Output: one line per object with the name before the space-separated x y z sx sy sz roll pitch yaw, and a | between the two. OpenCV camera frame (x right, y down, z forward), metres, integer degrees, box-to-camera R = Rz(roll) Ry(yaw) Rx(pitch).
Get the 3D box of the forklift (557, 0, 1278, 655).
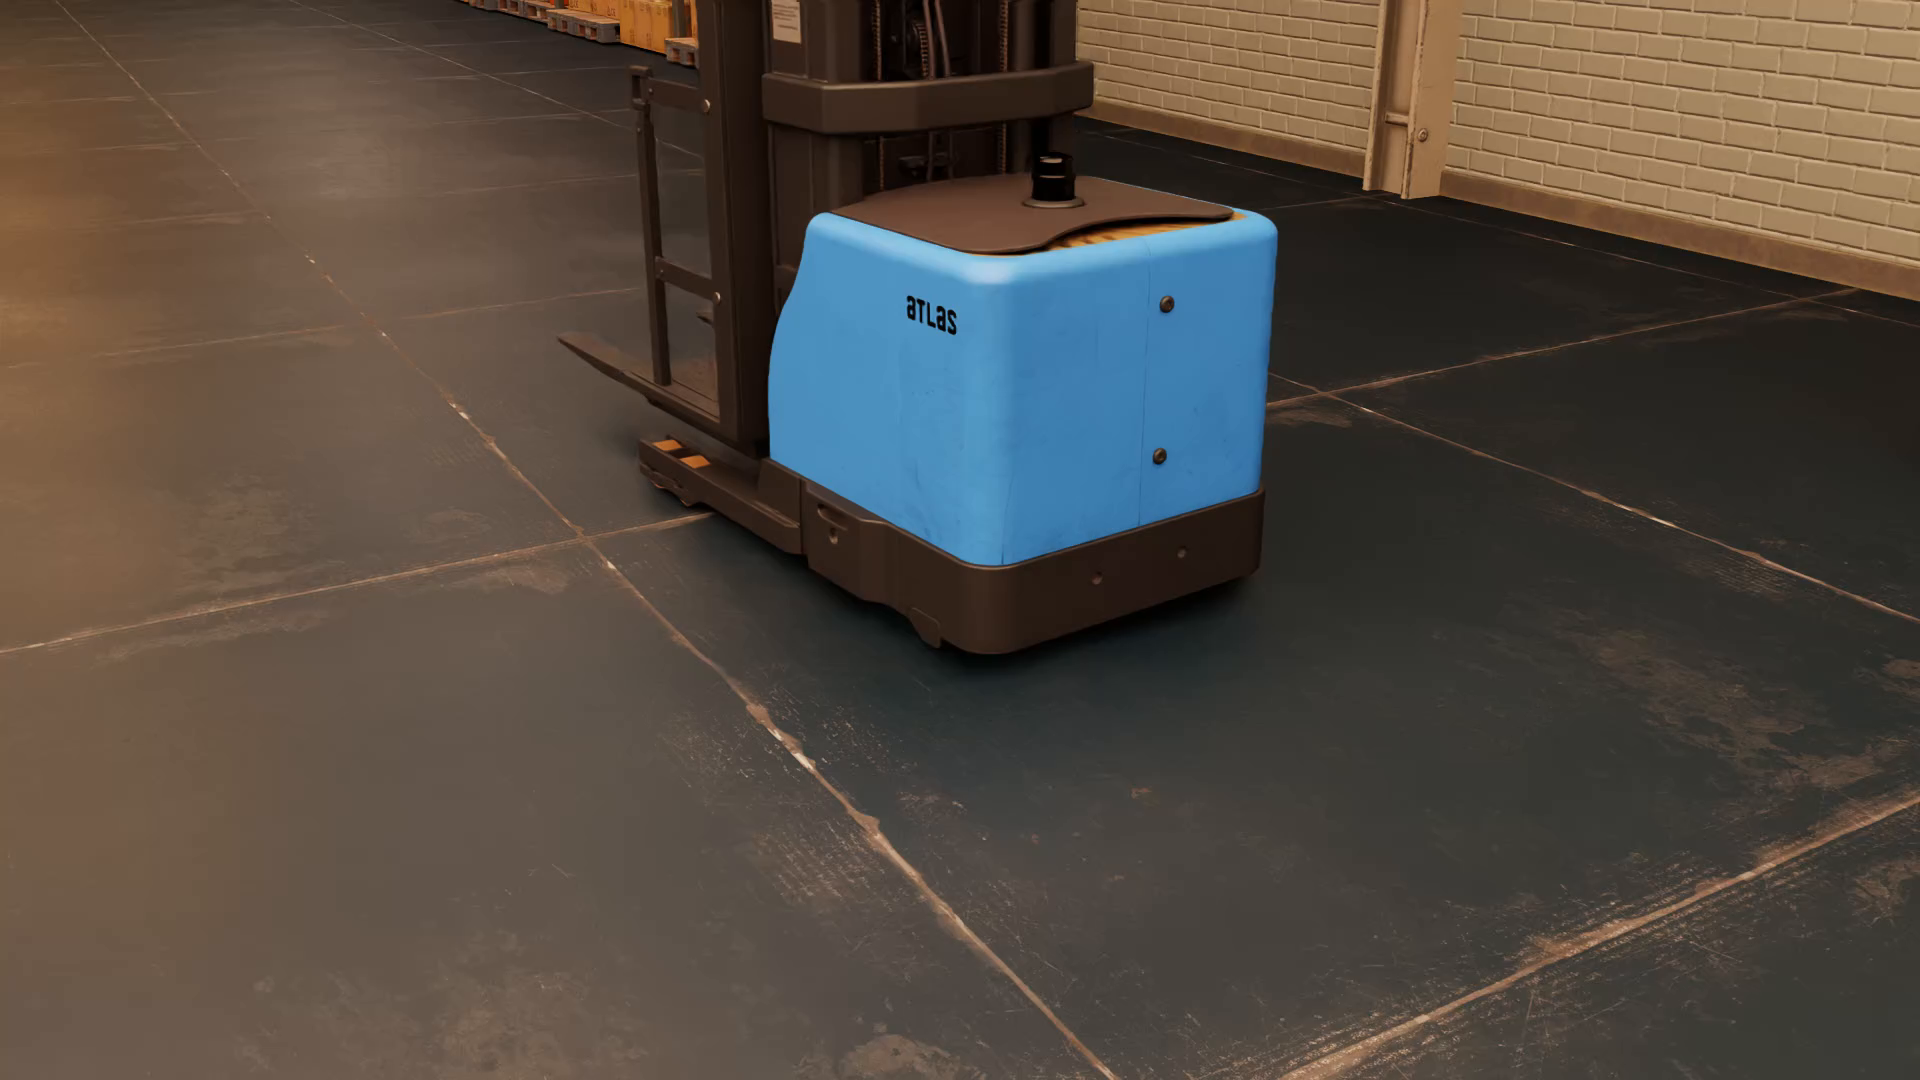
forklift | -0.414 -1.562 5.079 1.130 2.935 3.031 -16 27 -33
